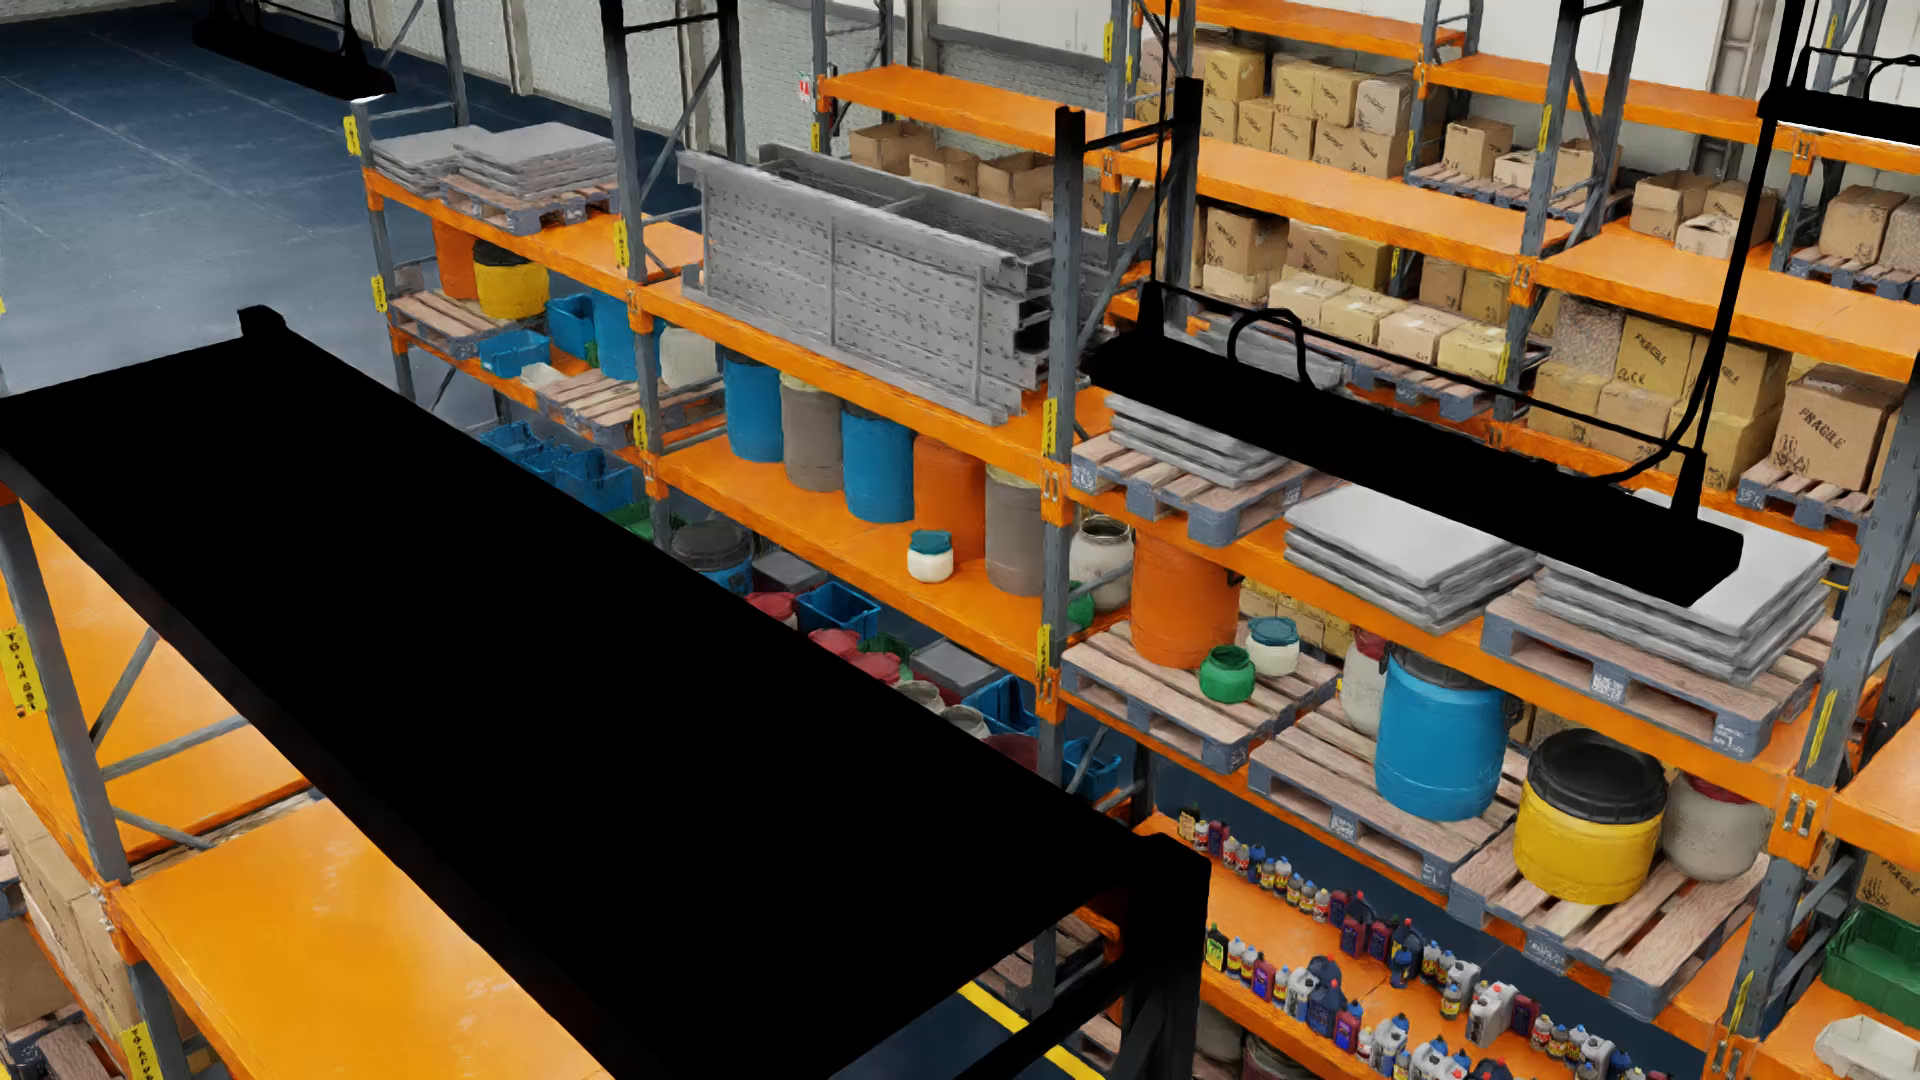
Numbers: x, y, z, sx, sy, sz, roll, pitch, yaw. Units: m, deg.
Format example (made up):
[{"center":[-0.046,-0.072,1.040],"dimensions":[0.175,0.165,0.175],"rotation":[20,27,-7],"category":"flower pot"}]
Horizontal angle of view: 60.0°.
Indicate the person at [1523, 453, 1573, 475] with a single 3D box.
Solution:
[{"center":[5.897,-0.829,16.689],"dimensions":[0.999,1.597,0.490],"rotation":[20,34,33],"category":"person"}]
